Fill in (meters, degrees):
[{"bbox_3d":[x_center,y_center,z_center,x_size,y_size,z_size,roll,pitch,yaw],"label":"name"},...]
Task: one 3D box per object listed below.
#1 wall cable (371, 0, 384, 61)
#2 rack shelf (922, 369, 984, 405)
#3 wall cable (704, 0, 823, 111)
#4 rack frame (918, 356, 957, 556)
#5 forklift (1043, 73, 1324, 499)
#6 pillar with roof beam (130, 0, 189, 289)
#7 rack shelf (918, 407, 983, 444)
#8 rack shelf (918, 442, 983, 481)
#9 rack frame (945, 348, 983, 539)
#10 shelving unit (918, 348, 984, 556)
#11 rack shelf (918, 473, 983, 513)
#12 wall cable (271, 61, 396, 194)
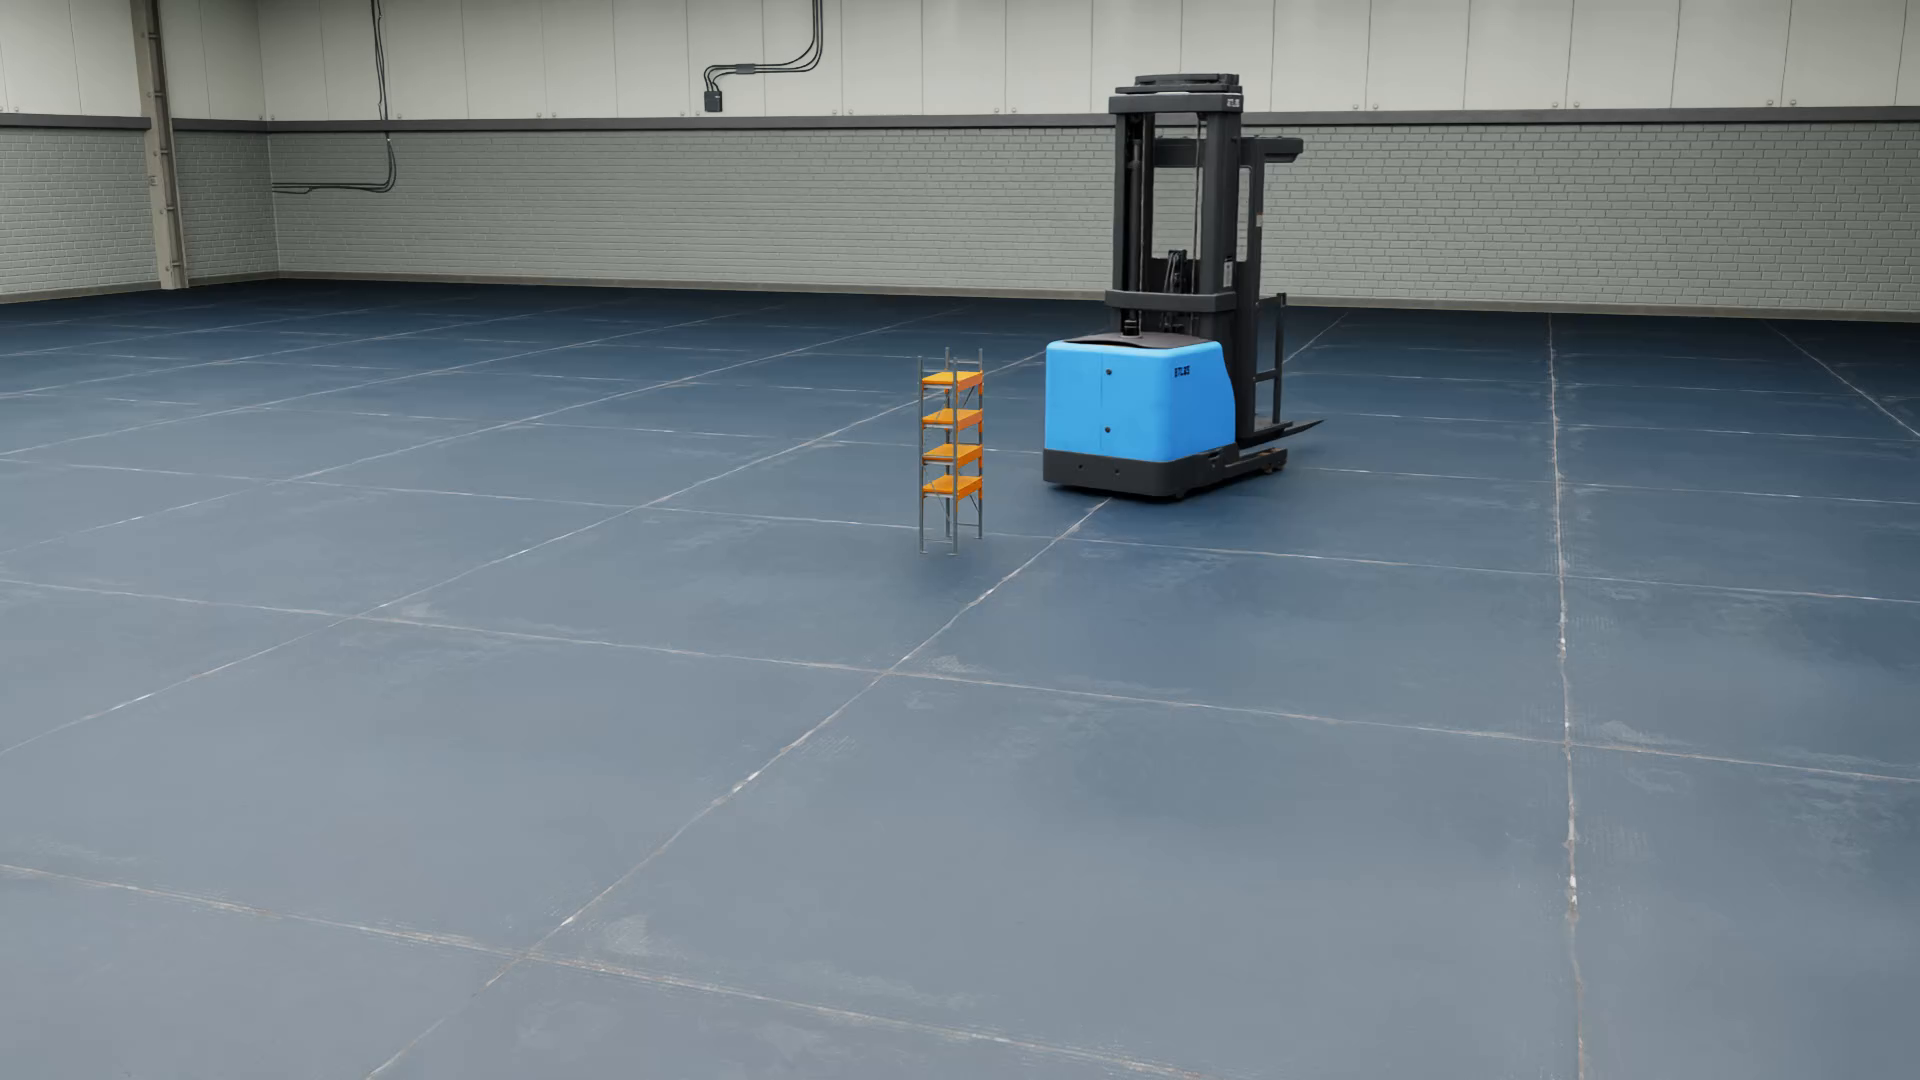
[{"bbox_3d":[-9.925,-10.370,31.327,3.097,2.526,0.112,4,14,18],"label":"wall cable"},{"bbox_3d":[-0.054,-0.933,10.114,0.258,0.148,0.480,4,14,18],"label":"rack shelf"},{"bbox_3d":[-3.507,-10.588,29.010,2.305,6.003,0.169,4,14,18],"label":"wall cable"},{"bbox_3d":[-0.132,-0.499,9.977,0.240,1.200,0.015,4,14,18],"label":"rack frame"},{"bbox_3d":[1.877,-1.991,12.625,1.130,2.935,3.031,9,16,35],"label":"forklift"},{"bbox_3d":[-10.616,-8.781,28.739,9.100,9.000,0.400,4,14,18],"label":"pillar with roof beam"},{"bbox_3d":[-0.054,-0.703,10.167,0.258,0.148,0.480,4,14,18],"label":"rack shelf"},{"bbox_3d":[-0.054,-0.485,10.217,0.258,0.148,0.480,4,14,18],"label":"rack shelf"},{"bbox_3d":[0.025,-0.601,10.427,0.240,1.200,0.015,4,14,18],"label":"rack frame"},{"bbox_3d":[-0.054,-0.550,10.202,0.258,1.200,0.503,4,14,18],"label":"shelving unit"},{"bbox_3d":[-0.054,-0.291,10.261,0.258,0.148,0.480,4,14,18],"label":"rack shelf"},{"bbox_3d":[-12.485,-8.103,32.743,3.097,2.526,0.112,4,14,18],"label":"wall cable"}]
